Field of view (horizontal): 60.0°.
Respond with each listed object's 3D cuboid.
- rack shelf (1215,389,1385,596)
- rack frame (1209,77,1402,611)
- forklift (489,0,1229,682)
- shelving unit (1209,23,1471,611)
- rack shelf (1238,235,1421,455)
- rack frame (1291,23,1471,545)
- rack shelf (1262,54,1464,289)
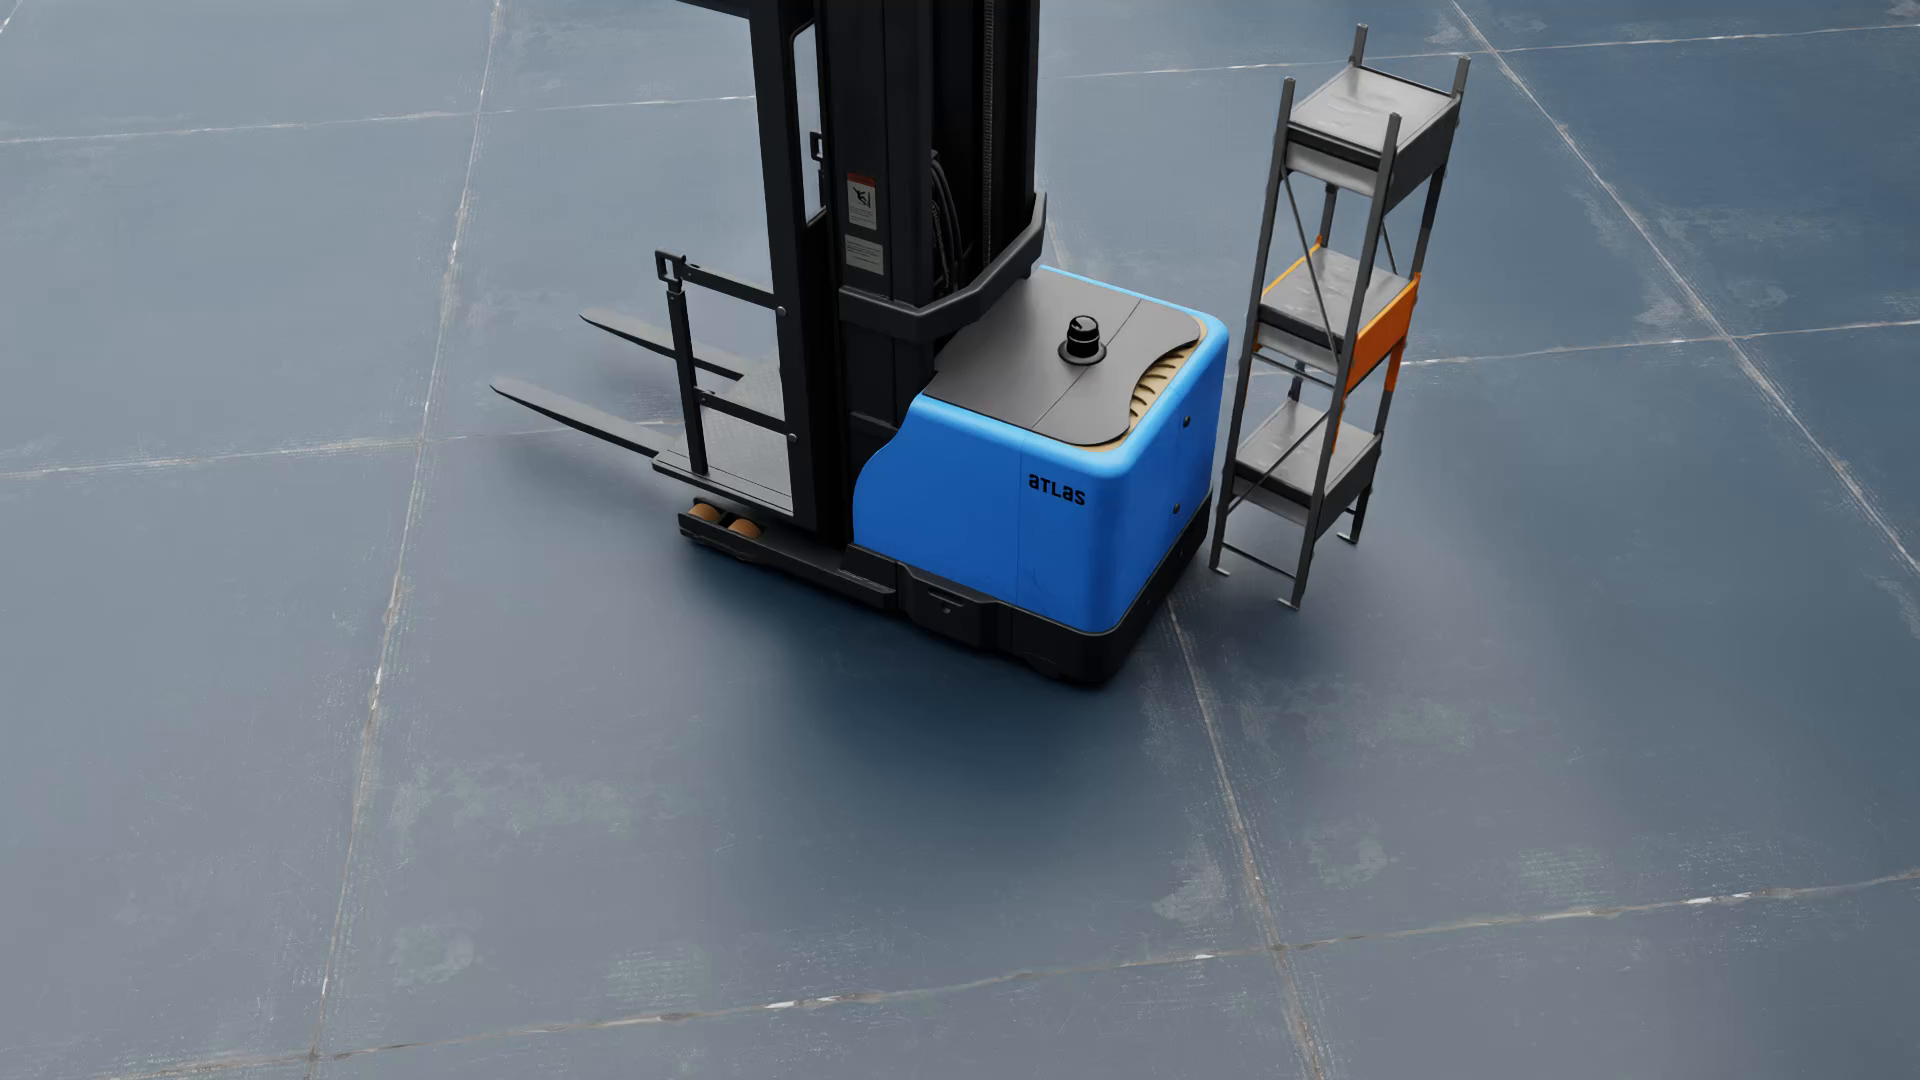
[{"bbox_3d":[1.305,-0.188,6.450,0.431,0.518,0.480,28,49,26],"label":"rack shelf"},{"bbox_3d":[1.165,-0.588,5.826,0.400,2.100,0.015,28,49,26],"label":"rack frame"},{"bbox_3d":[-0.545,-1.293,5.995,3.031,2.935,1.130,21,46,21],"label":"forklift"},{"bbox_3d":[1.314,-0.717,5.971,0.431,2.100,0.503,28,49,26],"label":"shelving unit"},{"bbox_3d":[1.313,-0.707,5.980,0.431,0.518,0.480,28,49,26],"label":"rack shelf"},{"bbox_3d":[1.462,-0.845,6.115,0.400,2.100,0.015,28,49,26],"label":"rack frame"},{"bbox_3d":[1.322,-1.225,5.510,0.431,0.518,0.480,28,49,26],"label":"rack shelf"}]
